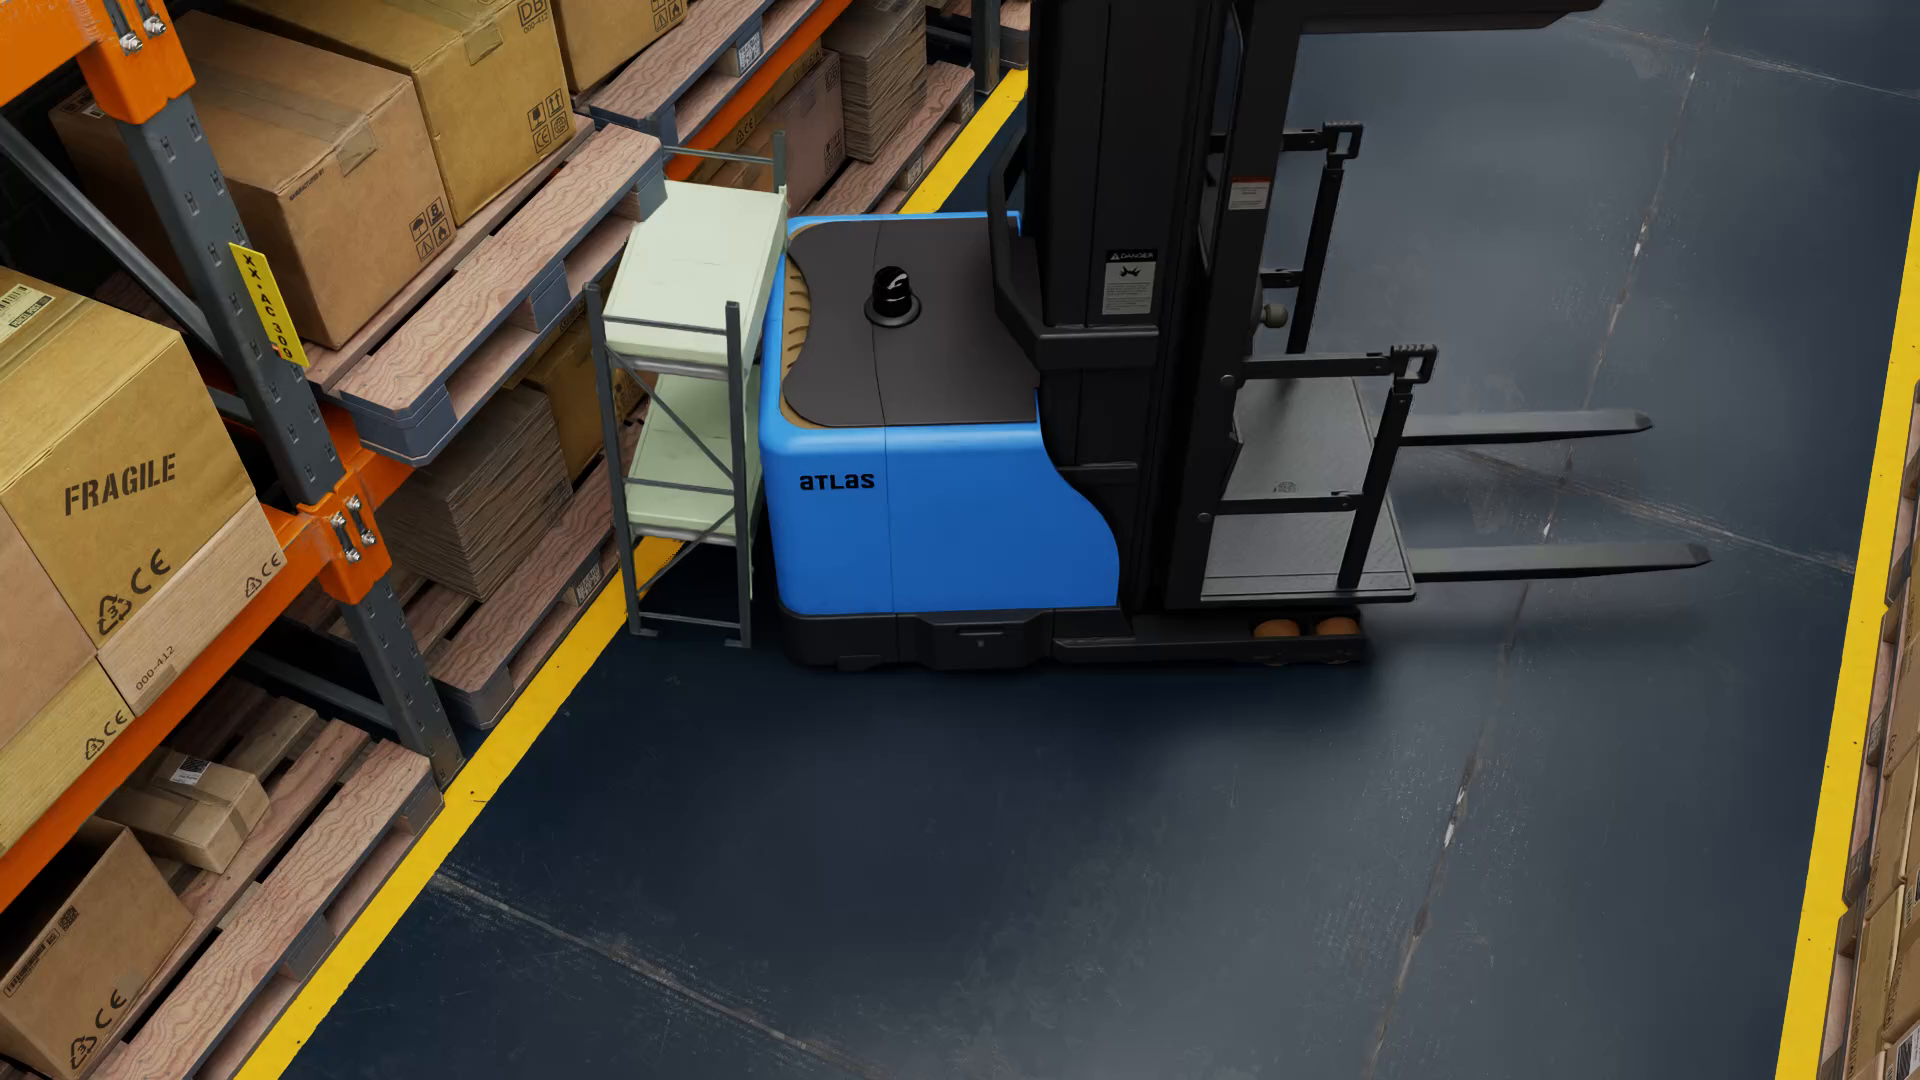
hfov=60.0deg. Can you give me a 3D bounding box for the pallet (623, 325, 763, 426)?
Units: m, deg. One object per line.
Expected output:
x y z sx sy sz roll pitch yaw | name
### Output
-1.158 -0.879 6.359 1.003 0.211 1.213 20 52 16 | pallet

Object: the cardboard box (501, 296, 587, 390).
-1.525 -0.795 5.317 0.500 0.250 0.500 19 52 15 | cardboard box

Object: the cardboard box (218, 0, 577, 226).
-1.516 -1.299 4.532 0.700 0.500 0.500 25 54 20 | cardboard box

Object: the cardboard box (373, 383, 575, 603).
-1.710 -0.247 5.343 0.700 0.500 0.500 21 53 17 | cardboard box

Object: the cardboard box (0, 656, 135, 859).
-2.158 0.405 3.521 0.500 0.250 0.500 20 52 16 | cardboard box

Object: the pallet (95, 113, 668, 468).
-1.551 -0.819 4.604 1.003 0.211 1.213 20 52 16 | pallet

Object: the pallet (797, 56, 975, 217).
-0.635 -1.716 7.071 1.003 0.211 1.213 20 52 16 | pallet

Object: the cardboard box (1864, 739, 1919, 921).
2.822 0.882 4.560 0.500 0.250 0.500 21 53 17 | cardboard box

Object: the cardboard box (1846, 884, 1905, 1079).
2.604 1.234 4.260 0.500 0.250 0.500 19 52 16 | cardboard box

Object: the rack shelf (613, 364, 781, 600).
-0.814 -0.225 5.361 0.431 0.370 0.720 7 50 0 | rack shelf

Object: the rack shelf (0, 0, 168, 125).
-2.864 0.236 2.083 1.077 0.370 4.000 20 52 16 | rack shelf

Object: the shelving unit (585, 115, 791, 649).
-0.790 -0.433 5.111 0.431 1.500 0.755 7 50 0 | shelving unit

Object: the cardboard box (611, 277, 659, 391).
-1.280 -0.958 5.948 0.700 0.500 0.500 20 53 16 | cardboard box

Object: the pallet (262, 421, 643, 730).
-1.678 -0.036 5.642 1.003 0.211 1.213 20 52 16 | pallet

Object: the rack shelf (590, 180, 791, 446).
-0.761 -0.682 4.812 0.431 0.370 0.720 7 50 0 | rack shelf

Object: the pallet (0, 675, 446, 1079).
-2.264 0.975 4.782 1.003 0.211 1.213 20 52 16 | pallet

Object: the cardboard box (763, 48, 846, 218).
-0.886 -1.660 6.545 0.700 0.500 0.500 20 52 16 | cardboard box

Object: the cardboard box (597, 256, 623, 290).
-1.306 -1.154 5.623 0.500 0.250 0.500 18 52 15 | cardboard box

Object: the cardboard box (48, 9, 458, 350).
-1.761 -0.917 4.206 0.700 0.500 0.500 20 52 16 | cardboard box

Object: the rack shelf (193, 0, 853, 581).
-1.155 -1.547 5.569 1.077 0.370 4.000 20 52 16 | rack shelf

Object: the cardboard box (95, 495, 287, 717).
-1.937 0.064 3.811 0.500 0.250 0.500 20 52 16 | cardboard box

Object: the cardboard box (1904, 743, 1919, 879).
2.817 0.704 4.342 0.500 0.311 0.500 20 52 16 | cardboard box

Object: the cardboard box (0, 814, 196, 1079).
-2.416 0.993 4.288 0.500 0.500 0.500 16 52 13 | cardboard box

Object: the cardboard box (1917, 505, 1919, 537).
3.477 -0.181 5.464 0.500 0.250 0.500 18 52 15 | cardboard box

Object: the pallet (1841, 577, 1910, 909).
3.271 0.747 4.976 1.003 0.211 1.213 20 52 16 | pallet

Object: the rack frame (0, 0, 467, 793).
-2.009 -0.403 4.123 1.000 3.000 0.127 20 52 16 | rack frame

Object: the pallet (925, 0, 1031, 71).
0.105 -2.772 7.970 1.003 0.211 1.213 20 52 16 | pallet

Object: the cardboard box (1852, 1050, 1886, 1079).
2.386 1.582 3.964 0.500 0.250 0.500 19 52 16 | cardboard box

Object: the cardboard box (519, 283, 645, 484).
-1.534 -0.620 5.660 0.700 0.500 0.500 19 52 15 | cardboard box

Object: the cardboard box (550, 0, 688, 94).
-1.263 -1.763 4.926 0.700 0.500 0.500 27 55 21 | cardboard box

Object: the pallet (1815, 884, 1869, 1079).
2.751 1.590 4.258 1.003 0.211 1.213 20 52 16 | pallet

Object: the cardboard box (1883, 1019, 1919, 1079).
2.385 1.408 3.744 0.500 0.311 0.500 20 52 16 | cardboard box

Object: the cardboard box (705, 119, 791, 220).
-1.073 -1.309 6.246 0.700 0.500 0.500 20 52 16 | cardboard box

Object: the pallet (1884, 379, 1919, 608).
3.793 -0.090 5.688 1.003 0.211 1.213 20 52 16 | pallet

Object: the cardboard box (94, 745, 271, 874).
-2.211 0.751 4.713 0.380 0.166 0.250 14 51 11 | cardboard box

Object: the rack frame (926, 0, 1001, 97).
-0.300 -3.157 6.467 1.000 3.000 0.127 20 52 16 | rack frame

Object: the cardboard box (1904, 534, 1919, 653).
3.260 0.179 5.158 0.500 0.250 0.500 19 52 15 | cardboard box

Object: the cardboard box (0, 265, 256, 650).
-1.931 -0.177 3.524 0.500 0.500 0.500 20 52 16 | cardboard box

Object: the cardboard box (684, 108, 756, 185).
-1.076 -1.492 5.910 0.500 0.250 0.500 20 52 16 | cardboard box

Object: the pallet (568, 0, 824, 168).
-1.109 -1.718 5.369 1.003 0.211 1.213 20 52 16 | pallet

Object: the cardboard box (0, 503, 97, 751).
-2.139 0.168 3.230 0.500 0.500 0.500 20 52 16 | cardboard box

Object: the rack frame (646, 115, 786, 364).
-0.755 -0.711 5.346 0.400 1.500 0.023 7 50 0 | rack frame

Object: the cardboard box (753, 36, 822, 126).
-0.861 -1.848 6.213 0.500 0.250 0.500 21 53 17 | cardboard box

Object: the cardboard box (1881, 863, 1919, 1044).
2.602 1.047 4.051 0.500 0.311 0.500 21 53 17 | cardboard box

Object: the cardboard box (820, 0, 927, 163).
-0.561 -1.977 6.815 0.700 0.500 0.500 20 53 17 | cardboard box

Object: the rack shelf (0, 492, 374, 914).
-2.864 1.208 3.225 1.077 0.370 4.000 20 52 16 | rack shelf

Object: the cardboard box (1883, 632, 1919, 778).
3.041 0.532 4.858 0.500 0.250 0.500 21 53 17 | cardboard box

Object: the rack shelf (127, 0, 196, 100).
-1.155 -2.519 4.427 1.077 0.370 4.000 20 52 16 | rack shelf

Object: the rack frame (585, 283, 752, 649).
-0.826 -0.154 4.876 0.400 1.500 0.023 7 50 0 | rack frame

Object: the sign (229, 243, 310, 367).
-1.515 -0.512 3.648 0.100 0.325 0.005 20 52 16 | sign

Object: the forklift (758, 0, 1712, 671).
0.917 -0.947 4.631 3.031 2.935 1.130 -2 50 -2 | forklift
